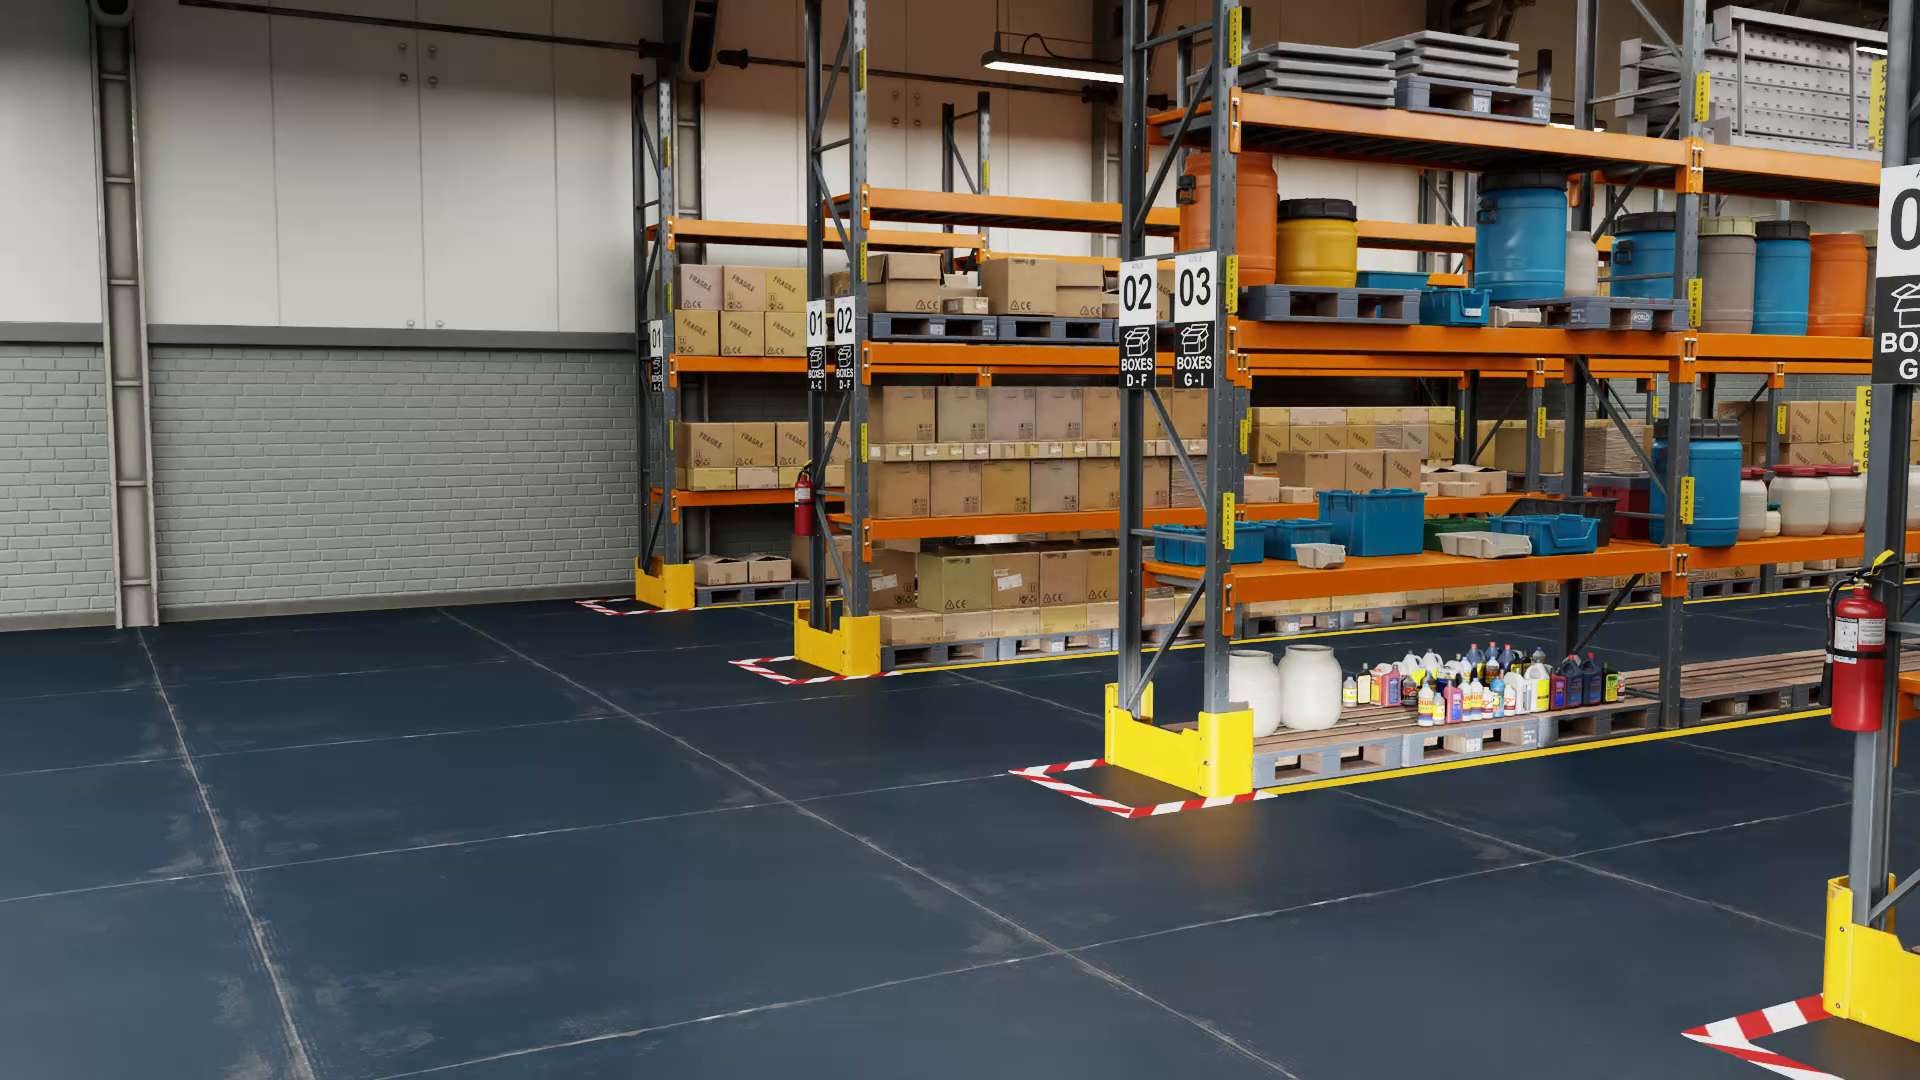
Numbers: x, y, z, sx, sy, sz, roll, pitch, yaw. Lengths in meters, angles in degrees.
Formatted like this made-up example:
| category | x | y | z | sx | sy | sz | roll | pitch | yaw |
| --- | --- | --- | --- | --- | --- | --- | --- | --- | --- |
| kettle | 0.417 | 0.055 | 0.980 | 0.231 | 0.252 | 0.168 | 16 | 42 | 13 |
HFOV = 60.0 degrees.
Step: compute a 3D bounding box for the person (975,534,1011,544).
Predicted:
| category | x | y | z | sx | sy | sz | roll | pitch | yaw |
| --- | --- | --- | --- | --- | --- | --- | --- | --- | --- |
| person | 0.319 | -0.129 | 18.685 | 0.487 | 1.761 | 0.603 | -3 | 6 | -30 |
